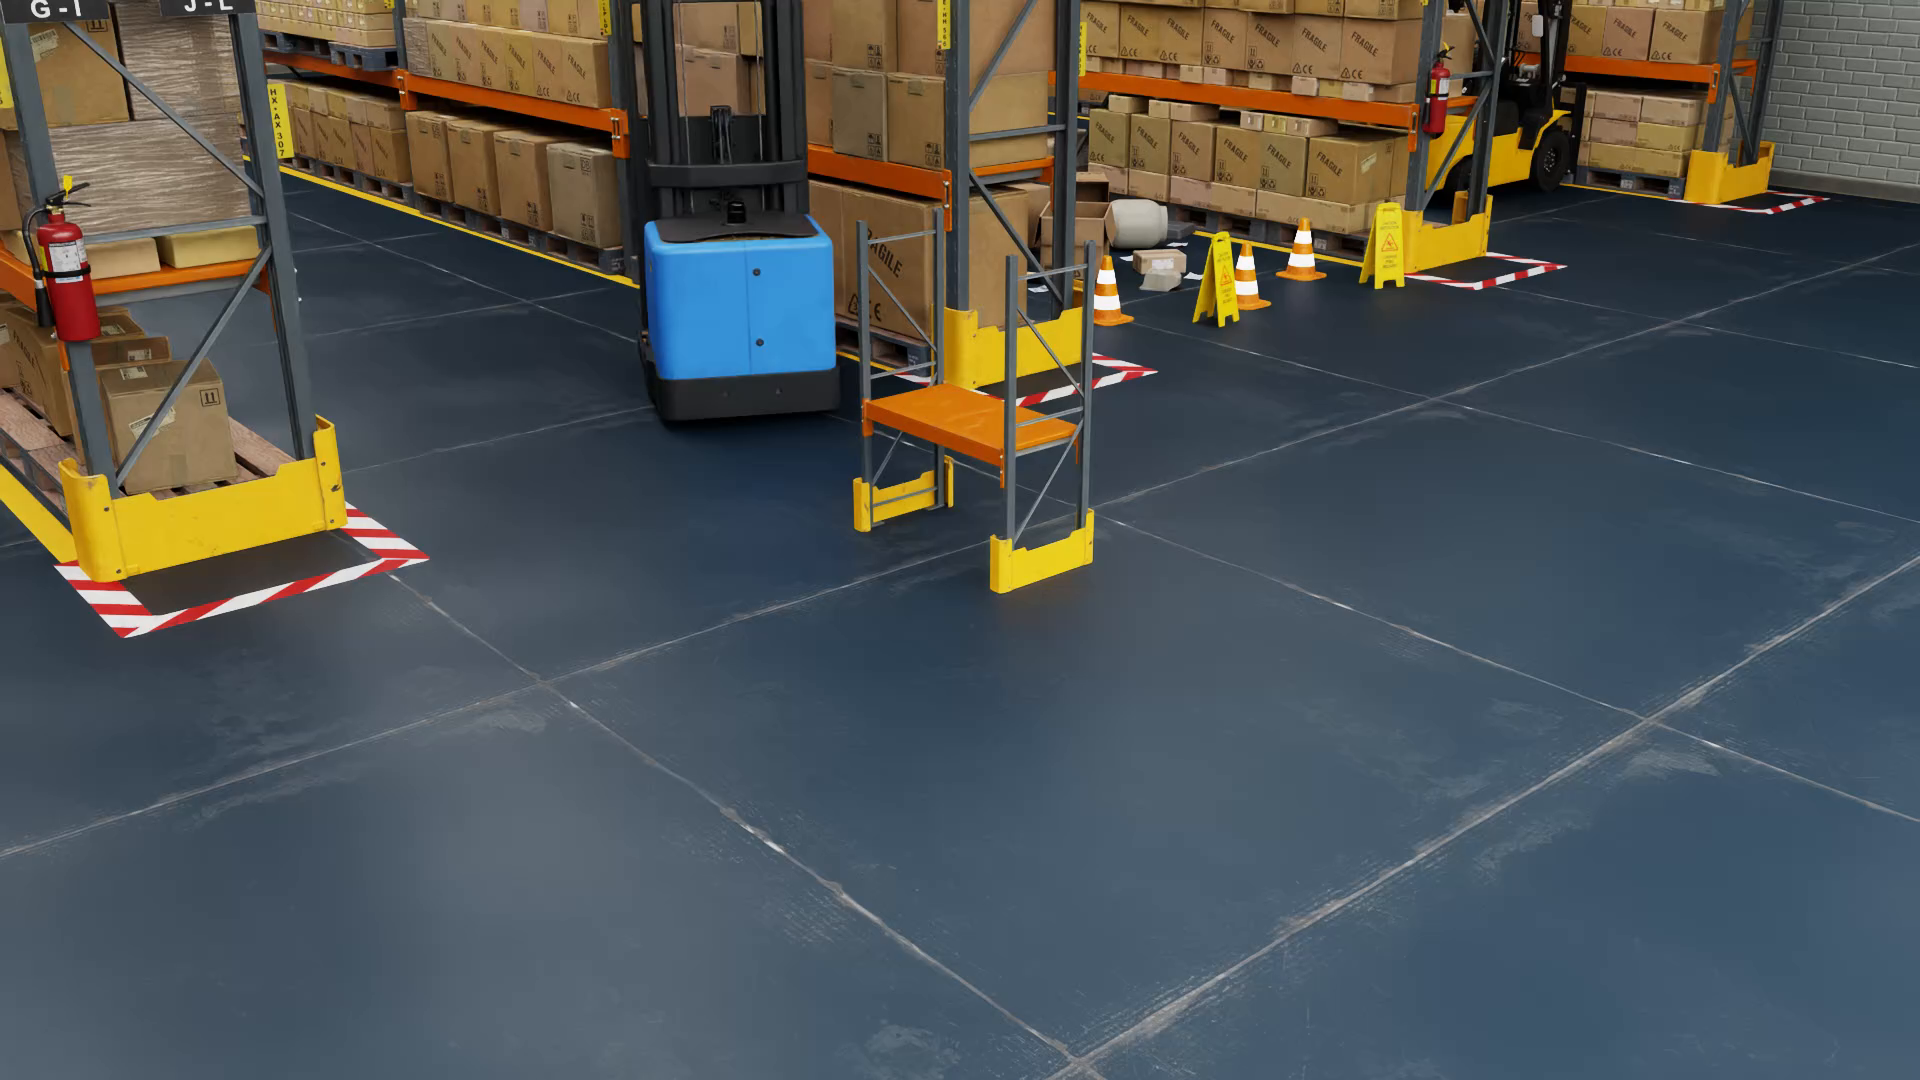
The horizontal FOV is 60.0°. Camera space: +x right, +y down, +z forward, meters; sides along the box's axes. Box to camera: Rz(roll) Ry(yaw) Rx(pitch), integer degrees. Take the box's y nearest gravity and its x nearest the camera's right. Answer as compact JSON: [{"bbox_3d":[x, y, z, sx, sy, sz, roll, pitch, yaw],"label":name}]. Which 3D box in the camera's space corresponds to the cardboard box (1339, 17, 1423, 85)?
[{"bbox_3d":[3.450,-3.989,13.509,0.500,0.500,0.500,-18,28,-38],"label":"cardboard box"}]

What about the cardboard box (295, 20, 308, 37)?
[{"bbox_3d":[-6.577,-5.259,17.066,0.380,0.149,0.250,-19,28,-40],"label":"cardboard box"}]

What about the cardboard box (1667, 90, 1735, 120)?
[{"bbox_3d":[7.601,-4.460,17.083,0.500,0.250,0.500,-18,28,-38],"label":"cardboard box"}]

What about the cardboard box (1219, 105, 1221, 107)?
[{"bbox_3d":[3.379,-5.848,21.481,0.875,0.625,0.625,-16,27,-36],"label":"cardboard box"}]

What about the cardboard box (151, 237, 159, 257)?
[{"bbox_3d":[-3.648,-1.452,7.923,0.380,0.149,0.250,-17,27,-37],"label":"cardboard box"}]

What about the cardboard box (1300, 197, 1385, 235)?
[{"bbox_3d":[3.266,-2.800,14.215,0.500,0.250,0.500,-18,27,-38],"label":"cardboard box"}]

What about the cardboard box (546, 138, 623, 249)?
[{"bbox_3d":[-2.755,-2.916,13.825,1.050,0.750,0.750,-18,27,-38],"label":"cardboard box"}]

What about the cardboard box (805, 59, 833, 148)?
[{"bbox_3d":[-0.593,-3.006,11.339,0.875,0.550,0.550,-17,27,-37],"label":"cardboard box"}]

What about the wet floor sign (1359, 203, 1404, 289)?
[{"bbox_3d":[3.327,-2.316,13.011,0.267,0.644,0.232,-8,23,-19],"label":"wet floor sign"}]

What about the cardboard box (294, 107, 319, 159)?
[{"bbox_3d":[-6.876,-4.447,18.076,0.500,0.500,0.500,-16,26,-35],"label":"cardboard box"}]

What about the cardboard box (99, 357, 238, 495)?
[{"bbox_3d":[-3.889,-0.568,8.173,0.500,0.500,0.500,-12,24,-28],"label":"cardboard box"}]

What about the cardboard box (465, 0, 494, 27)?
[{"bbox_3d":[-3.939,-4.828,14.690,0.700,0.500,0.500,-18,28,-38],"label":"cardboard box"}]

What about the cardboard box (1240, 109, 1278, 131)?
[{"bbox_3d":[2.670,-3.674,14.527,0.380,0.149,0.250,-16,27,-35],"label":"cardboard box"}]

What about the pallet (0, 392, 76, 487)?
[{"bbox_3d":[-4.839,-0.652,9.360,1.003,0.211,1.213,-17,27,-37],"label":"pallet"}]

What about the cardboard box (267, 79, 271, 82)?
[{"bbox_3d":[-8.853,-5.721,20.994,0.380,0.149,0.250,-16,27,-36],"label":"cardboard box"}]

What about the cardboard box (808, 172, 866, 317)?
[{"bbox_3d":[-0.739,-2.133,11.655,0.875,0.875,0.875,-18,28,-38],"label":"cardboard box"}]

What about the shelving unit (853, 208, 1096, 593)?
[{"bbox_3d":[0.050,-0.677,7.657,0.587,1.500,1.083,-17,27,-37],"label":"shelving unit"}]

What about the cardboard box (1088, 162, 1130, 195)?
[{"bbox_3d":[1.583,-3.512,16.033,0.500,0.250,0.500,-19,28,-40],"label":"cardboard box"}]

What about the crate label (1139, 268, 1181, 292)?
[{"bbox_3d":[1.576,-2.042,13.010,0.298,0.136,0.250,7,23,18],"label":"crate label"}]

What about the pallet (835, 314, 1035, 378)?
[{"bbox_3d":[-0.252,-1.417,11.312,1.003,0.211,1.213,-17,27,-37],"label":"pallet"}]

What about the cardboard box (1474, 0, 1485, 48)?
[{"bbox_3d":[5.936,-5.589,18.004,0.500,0.500,0.500,-18,28,-38],"label":"cardboard box"}]

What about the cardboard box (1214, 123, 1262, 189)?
[{"bbox_3d":[2.626,-3.427,14.788,0.500,0.500,0.500,-18,28,-39],"label":"cardboard box"}]

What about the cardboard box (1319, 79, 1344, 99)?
[{"bbox_3d":[3.207,-3.774,13.851,0.380,0.149,0.250,-18,28,-38],"label":"cardboard box"}]

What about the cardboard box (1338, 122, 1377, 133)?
[{"bbox_3d":[3.336,-3.422,14.774,0.500,0.500,0.500,-19,28,-39],"label":"cardboard box"}]

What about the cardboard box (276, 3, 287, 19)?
[{"bbox_3d":[-6.908,-5.539,17.373,0.380,0.149,0.250,-16,27,-35],"label":"cardboard box"}]

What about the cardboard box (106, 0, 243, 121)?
[{"bbox_3d":[-3.647,-2.227,7.642,0.500,0.500,0.500,-17,27,-37],"label":"cardboard box"}]

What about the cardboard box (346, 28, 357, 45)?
[{"bbox_3d":[-5.724,-4.898,16.144,0.380,0.149,0.250,-18,27,-38],"label":"cardboard box"}]

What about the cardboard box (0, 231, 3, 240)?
[{"bbox_3d":[-4.485,-1.550,8.174,0.380,0.149,0.250,-17,27,-37],"label":"cardboard box"}]

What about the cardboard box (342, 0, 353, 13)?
[{"bbox_3d":[-5.722,-5.175,16.036,0.380,0.149,0.250,-18,28,-38],"label":"cardboard box"}]

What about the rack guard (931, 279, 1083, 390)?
[{"bbox_3d":[0.345,-1.342,10.725,1.175,0.500,0.348,-17,27,-37],"label":"rack guard"}]

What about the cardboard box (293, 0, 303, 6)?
[{"bbox_3d":[-6.572,-5.535,16.955,0.380,0.149,0.250,-16,27,-36],"label":"cardboard box"}]

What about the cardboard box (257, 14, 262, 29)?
[{"bbox_3d":[-7.410,-5.613,17.971,0.380,0.149,0.250,-17,27,-37],"label":"cardboard box"}]

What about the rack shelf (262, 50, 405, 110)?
[{"bbox_3d":[-6.198,-4.941,17.472,1.077,0.370,4.000,-17,27,-37],"label":"rack shelf"}]

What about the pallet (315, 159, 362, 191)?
[{"bbox_3d":[-6.194,-3.978,17.851,1.003,0.211,1.213,-17,27,-37],"label":"pallet"}]

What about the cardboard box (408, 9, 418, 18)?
[{"bbox_3d":[-5.235,-5.196,16.498,0.380,0.149,0.250,-16,26,-35],"label":"cardboard box"}]

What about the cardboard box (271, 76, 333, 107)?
[{"bbox_3d":[-7.221,-4.942,18.312,0.500,0.250,0.500,-19,28,-40],"label":"cardboard box"}]

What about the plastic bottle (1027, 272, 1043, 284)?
[{"bbox_3d":[0.542,-2.094,13.248,0.283,0.061,0.133,12,24,27],"label":"plastic bottle"}]

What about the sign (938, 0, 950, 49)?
[{"bbox_3d":[-0.091,-3.037,9.712,0.100,0.325,0.005,-17,27,-37],"label":"sign"}]

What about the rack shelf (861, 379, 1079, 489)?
[{"bbox_3d":[0.056,-0.507,7.716,0.538,0.185,1.000,-17,27,-37],"label":"rack shelf"}]

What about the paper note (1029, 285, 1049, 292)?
[{"bbox_3d":[0.619,-1.955,12.937,0.144,0.017,0.142,-8,23,-19],"label":"paper note"}]

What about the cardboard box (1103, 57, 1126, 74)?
[{"bbox_3d":[1.569,-4.486,15.670,0.380,0.149,0.250,-16,27,-36],"label":"cardboard box"}]

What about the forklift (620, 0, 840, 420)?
[{"bbox_3d":[-1.546,-2.556,10.491,1.130,2.935,3.031,-5,22,-12],"label":"forklift"}]

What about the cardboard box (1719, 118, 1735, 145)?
[{"bbox_3d":[7.622,-4.229,17.178,0.500,0.250,0.500,-17,27,-36],"label":"cardboard box"}]

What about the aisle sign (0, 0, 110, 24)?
[{"bbox_3d":[-3.681,-2.482,6.643,0.394,0.787,0.004,-17,27,-37],"label":"aisle sign"}]

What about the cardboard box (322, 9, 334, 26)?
[{"bbox_3d":[-6.072,-5.183,16.464,0.380,0.149,0.250,-17,27,-37],"label":"cardboard box"}]

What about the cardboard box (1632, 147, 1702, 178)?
[{"bbox_3d":[7.225,-3.872,16.950,0.500,0.250,0.500,-17,27,-37],"label":"cardboard box"}]

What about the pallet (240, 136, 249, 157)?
[{"bbox_3d":[-7.969,-4.707,19.712,1.003,0.211,1.213,-17,27,-37],"label":"pallet"}]

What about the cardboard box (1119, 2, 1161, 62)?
[{"bbox_3d":[1.824,-4.688,15.296,0.500,0.500,0.500,-18,27,-38],"label":"cardboard box"}]

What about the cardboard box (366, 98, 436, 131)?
[{"bbox_3d":[-5.538,-4.230,16.495,0.500,0.250,0.500,-18,28,-39],"label":"cardboard box"}]

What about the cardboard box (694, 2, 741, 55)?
[{"bbox_3d":[-1.371,-3.774,11.821,0.875,0.550,0.550,-17,27,-37],"label":"cardboard box"}]

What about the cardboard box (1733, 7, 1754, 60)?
[{"bbox_3d":[7.658,-5.151,16.886,0.500,0.500,0.500,-16,27,-36],"label":"cardboard box"}]

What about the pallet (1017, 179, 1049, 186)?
[{"bbox_3d":[0.893,-3.741,17.245,1.003,0.211,1.213,-17,27,-37],"label":"pallet"}]

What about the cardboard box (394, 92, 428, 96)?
[{"bbox_3d":[-5.490,-4.492,17.163,0.500,0.250,0.500,-18,28,-38],"label":"cardboard box"}]

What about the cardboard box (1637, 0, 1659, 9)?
[{"bbox_3d":[7.020,-5.429,16.706,0.380,0.149,0.250,-17,27,-36],"label":"cardboard box"}]

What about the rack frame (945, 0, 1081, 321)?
[{"bbox_3d":[0.329,-2.513,10.287,1.000,3.000,0.127,-17,27,-37],"label":"rack frame"}]

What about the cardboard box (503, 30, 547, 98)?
[{"bbox_3d":[-3.485,-4.024,14.008,0.500,0.500,0.500,-17,27,-37],"label":"cardboard box"}]

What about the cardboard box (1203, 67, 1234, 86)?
[{"bbox_3d":[2.379,-4.125,14.748,0.380,0.149,0.250,-18,27,-38],"label":"cardboard box"}]

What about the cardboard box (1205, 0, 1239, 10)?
[{"bbox_3d":[2.559,-4.888,14.434,0.700,0.500,0.500,-18,27,-38],"label":"cardboard box"}]

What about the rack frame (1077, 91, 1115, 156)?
[{"bbox_3d":[1.402,-4.824,16.188,1.000,3.000,0.127,-17,27,-37],"label":"rack frame"}]
